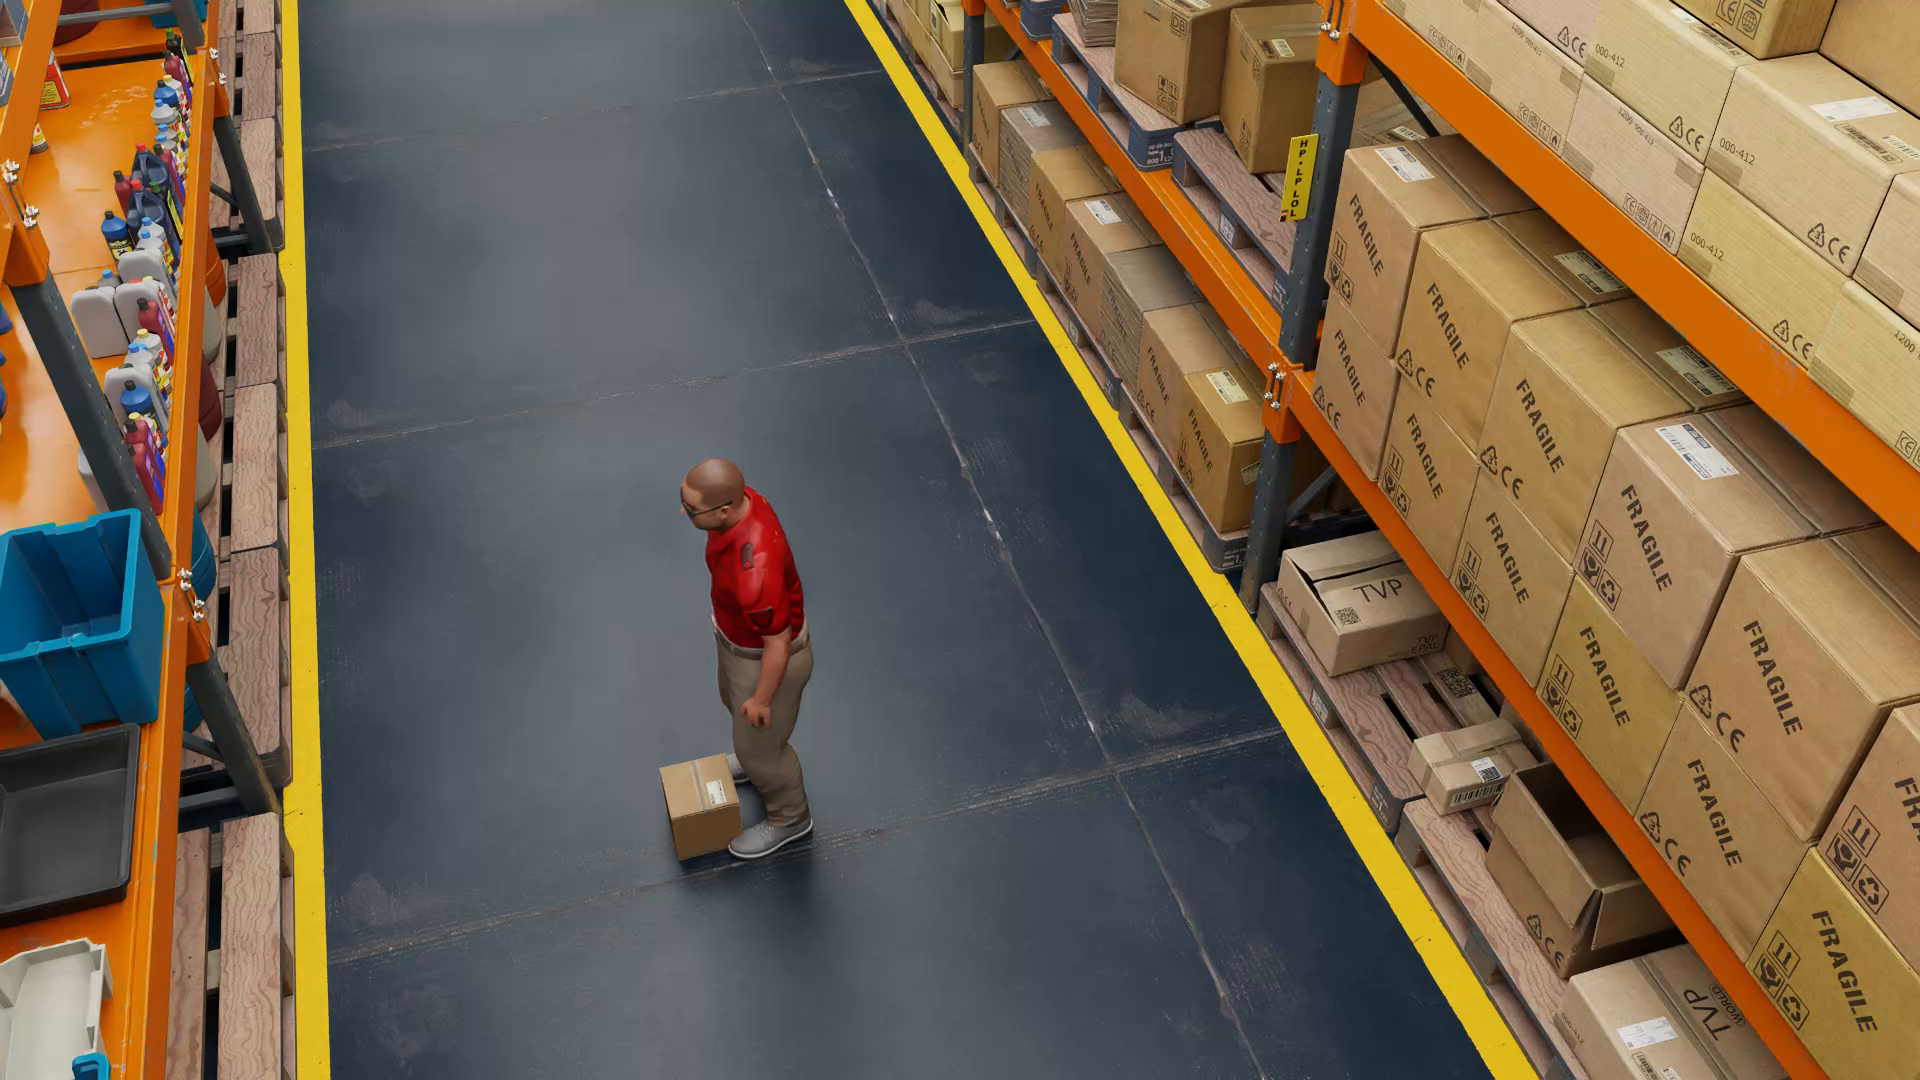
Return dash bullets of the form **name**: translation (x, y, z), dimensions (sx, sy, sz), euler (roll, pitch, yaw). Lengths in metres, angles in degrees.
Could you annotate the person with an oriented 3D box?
- **person**: translation (-0.720, 0.381, 5.746), dimensions (0.396, 1.726, 0.586), euler (-12, 43, -13)
